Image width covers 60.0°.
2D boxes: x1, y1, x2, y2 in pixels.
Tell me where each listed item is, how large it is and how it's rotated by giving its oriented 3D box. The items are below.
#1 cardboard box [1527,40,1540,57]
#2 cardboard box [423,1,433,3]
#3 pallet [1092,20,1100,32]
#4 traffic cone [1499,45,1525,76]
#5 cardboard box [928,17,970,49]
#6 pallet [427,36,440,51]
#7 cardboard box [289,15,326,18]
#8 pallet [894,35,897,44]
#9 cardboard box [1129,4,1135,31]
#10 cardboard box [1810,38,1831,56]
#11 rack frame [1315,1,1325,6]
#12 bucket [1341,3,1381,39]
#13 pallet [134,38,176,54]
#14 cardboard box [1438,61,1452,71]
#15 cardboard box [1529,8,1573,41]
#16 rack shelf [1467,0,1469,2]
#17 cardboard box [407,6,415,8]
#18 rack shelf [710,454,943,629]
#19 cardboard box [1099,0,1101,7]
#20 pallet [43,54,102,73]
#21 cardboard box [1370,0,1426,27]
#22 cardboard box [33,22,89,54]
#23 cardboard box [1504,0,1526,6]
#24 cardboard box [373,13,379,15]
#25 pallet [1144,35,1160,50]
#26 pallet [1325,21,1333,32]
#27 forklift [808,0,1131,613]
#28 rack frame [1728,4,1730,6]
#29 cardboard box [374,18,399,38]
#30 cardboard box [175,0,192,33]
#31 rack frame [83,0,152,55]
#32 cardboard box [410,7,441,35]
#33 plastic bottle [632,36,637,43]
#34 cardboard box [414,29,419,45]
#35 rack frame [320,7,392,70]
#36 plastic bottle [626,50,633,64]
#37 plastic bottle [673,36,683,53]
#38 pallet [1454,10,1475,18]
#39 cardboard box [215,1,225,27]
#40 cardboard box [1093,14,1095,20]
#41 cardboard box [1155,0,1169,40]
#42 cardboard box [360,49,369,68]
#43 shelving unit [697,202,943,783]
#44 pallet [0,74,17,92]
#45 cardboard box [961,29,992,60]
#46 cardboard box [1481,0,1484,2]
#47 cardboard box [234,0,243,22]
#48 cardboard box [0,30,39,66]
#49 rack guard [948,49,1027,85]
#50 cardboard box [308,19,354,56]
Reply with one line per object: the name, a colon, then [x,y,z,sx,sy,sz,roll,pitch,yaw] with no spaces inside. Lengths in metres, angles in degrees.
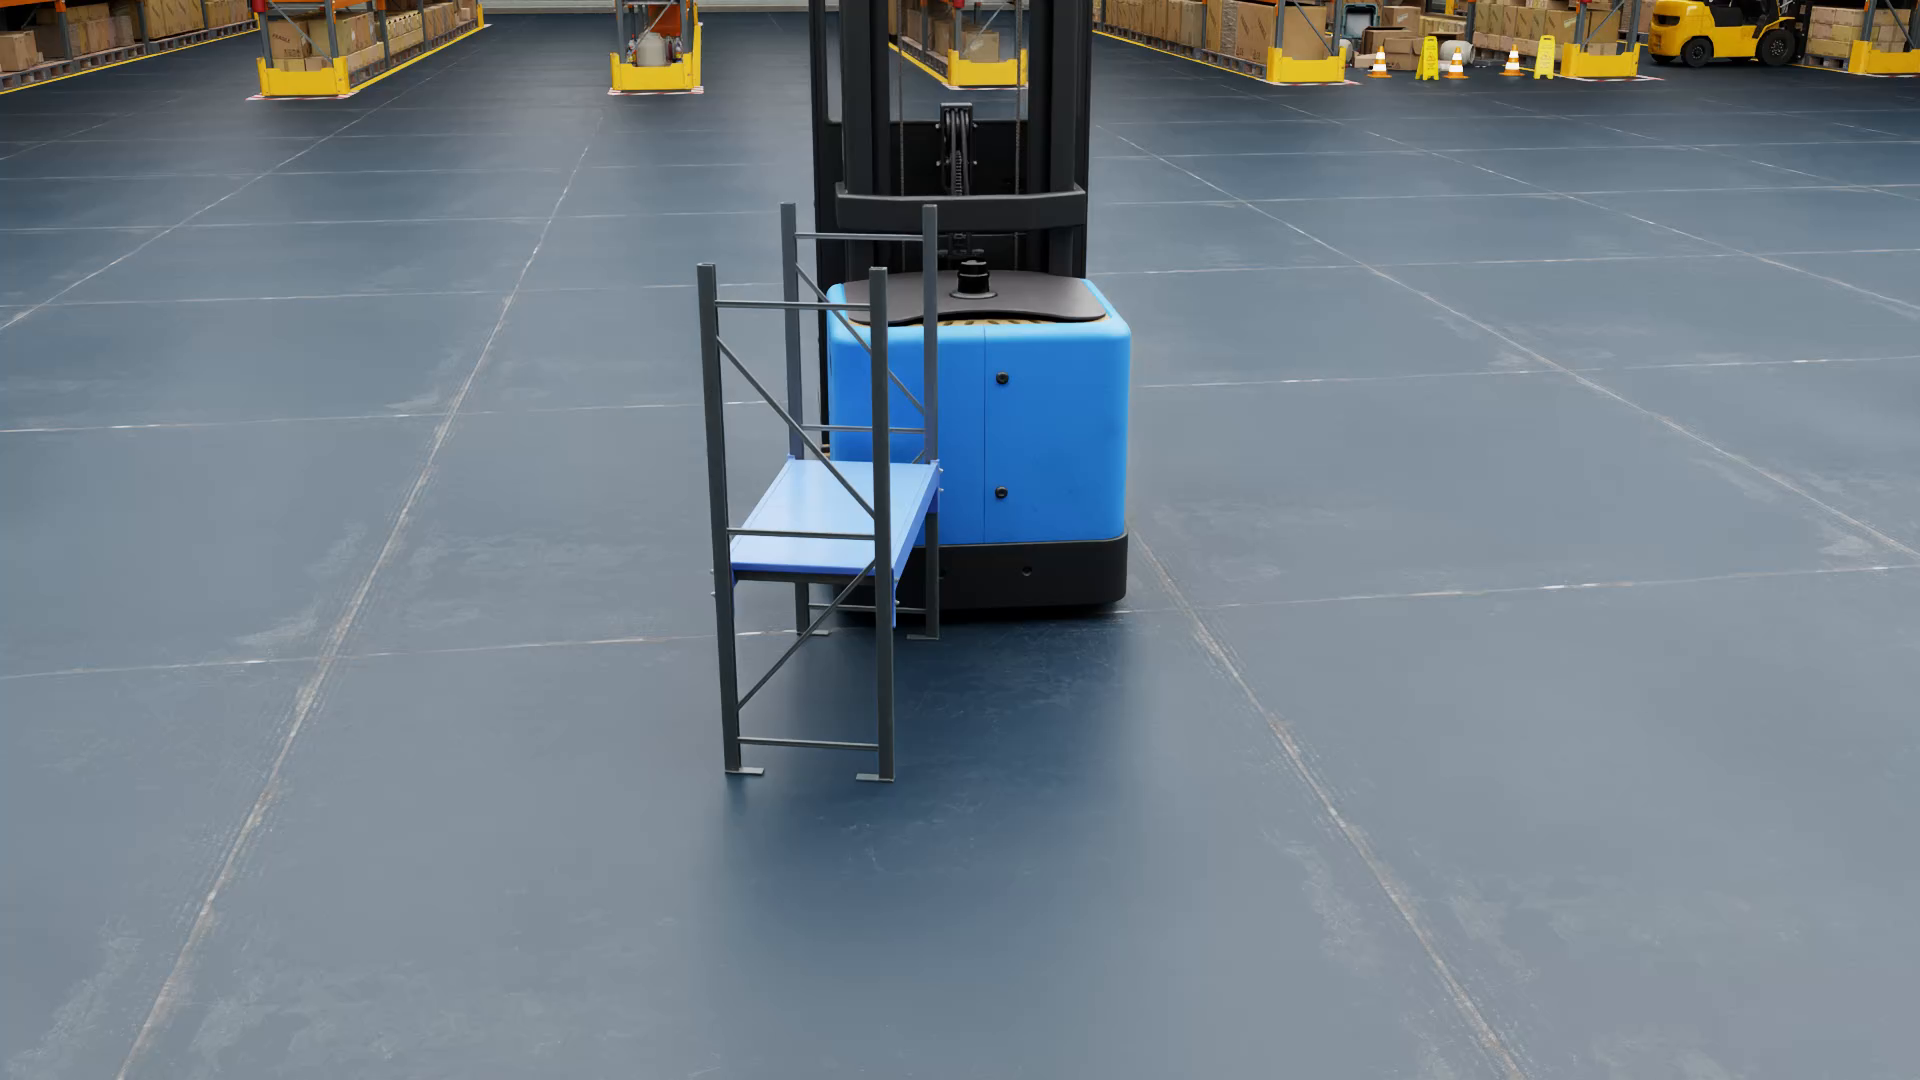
cardboard box: [9.778,-8.169,27.631,0.500,0.250,0.500,-3,21,-8]
cardboard box: [-11.475,-11.189,35.331,0.500,0.500,0.500,-3,21,-8]
pallet: [3.482,-11.609,37.497,1.003,0.211,1.213,-3,21,-8]
traffic cone: [8.889,-7.710,26.698,0.336,0.463,0.334,-3,21,-8]
cardboard box: [-0.223,-8.948,29.332,0.700,0.500,0.500,-5,21,-12]
pallet: [-10.606,-9.540,31.958,1.003,0.211,1.213,-3,21,-8]
cardboard box: [-9.984,-7.766,25.479,0.500,0.500,0.500,-3,21,-8]
pallet: [-0.771,-10.055,33.336,1.003,0.211,1.213,-3,21,-8]
cardboard box: [3.766,-10.720,34.104,0.500,0.500,0.500,-2,21,-6]
cardboard box: [14.696,-8.294,27.966,0.500,0.250,0.500,-3,21,-8]
rack frame: [8.498,-12.969,37.153,1.000,3.000,0.127,-3,21,-8]
bucket: [7.068,-9.163,29.467,0.726,0.611,0.620,4,11,11]
pallet: [-15.476,-9.306,31.329,1.003,0.211,1.213,-3,21,-8]
cardboard box: [8.040,-7.831,27.470,0.380,0.149,0.250,8,22,20]
cardboard box: [9.775,-8.519,27.497,0.500,0.500,0.500,-2,21,-6]
rack shelf: [9.362,-10.555,31.717,1.077,0.370,4.000,-3,21,-8]
cardboard box: [-11.059,-10.294,32.934,0.500,0.500,0.500,-4,21,-10]
rack shelf: [-0.381,-0.020,5.141,0.538,0.185,1.000,2,21,6]
cardboard box: [3.305,-11.935,37.007,0.380,0.149,0.250,-2,21,-6]
pallet: [-14.974,-7.913,27.602,1.003,0.211,1.213,-3,21,-8]
cardboard box: [9.057,-11.029,34.395,0.875,0.875,0.875,-3,21,-8]
cardboard box: [-15.107,-8.416,27.905,0.700,0.500,0.500,-3,21,-9]
cardboard box: [9.545,-9.228,28.468,0.380,0.149,0.250,-2,21,-5]
cardboard box: [-10.667,-9.380,30.071,0.500,0.311,0.500,-3,21,-9]
pallet: [4.229,-9.717,32.430,1.003,0.211,1.213,-3,21,-8]
pallet: [8.683,-11.400,36.936,1.003,0.211,1.213,-3,21,-8]
forklift: [-0.060,-1.591,6.788,1.130,2.935,3.031,-2,21,-5]
rack frame: [14.562,-10.451,30.411,1.000,3.000,0.127,-3,21,-8]
cardboard box: [-9.839,-8.702,28.256,0.500,0.311,0.500,-3,21,-8]
cardboard box: [-15.660,-10.384,32.703,0.750,0.750,0.750,-2,21,-6]
rack frame: [-15.437,-10.335,30.101,1.000,3.000,0.127,-3,21,-8]
cardboard box: [-10.467,-10.148,32.544,0.500,0.500,0.500,-3,21,-8]
plastic bottle: [-5.324,-8.049,27.138,0.144,0.351,0.185,-4,21,-10]
cardboard box: [-10.141,-9.147,30.248,0.500,0.250,0.500,-3,21,-8]
rack frame: [-9.959,-9.201,27.065,1.000,3.000,0.127,-3,21,-8]
plastic bottle: [-5.179,-7.574,26.078,0.097,0.201,0.097,0,20,0]
plastic bottle: [-4.679,-8.207,27.559,0.144,0.351,0.185,-3,21,-9]
pallet: [12.959,-12.997,41.214,1.003,0.211,1.213,-3,21,-8]
cardboard box: [-16.089,-11.184,35.346,0.700,0.500,0.500,-3,21,-8]
cardboard box: [3.163,-11.847,37.623,0.380,0.149,0.250,-4,21,-10]
cardboard box: [4.318,-9.925,31.617,1.050,0.750,0.750,-3,21,-7]
cardboard box: [-9.454,-7.441,25.682,0.500,0.250,0.500,-3,21,-8]
shelving unit: [-0.381,-0.189,5.078,0.538,1.500,1.048,2,21,6]
pallet: [-14.377,-6.568,24.001,1.003,0.211,1.213,-3,21,-8]
cardboard box: [0.227,-7.763,26.186,0.500,0.500,0.500,2,21,6]
cardboard box: [12.889,-12.929,40.018,0.500,0.500,0.500,-3,21,-7]
cardboard box: [-16.318,-11.720,36.781,0.700,0.500,0.500,-3,21,-8]
cardboard box: [-14.671,-7.628,25.796,0.500,0.500,0.500,-4,21,-12]
rack guard: [0.410,-7.170,25.199,1.175,0.500,0.348,-3,21,-8]
cardboard box: [-9.314,-7.446,24.624,0.500,0.500,0.500,-3,21,-8]
